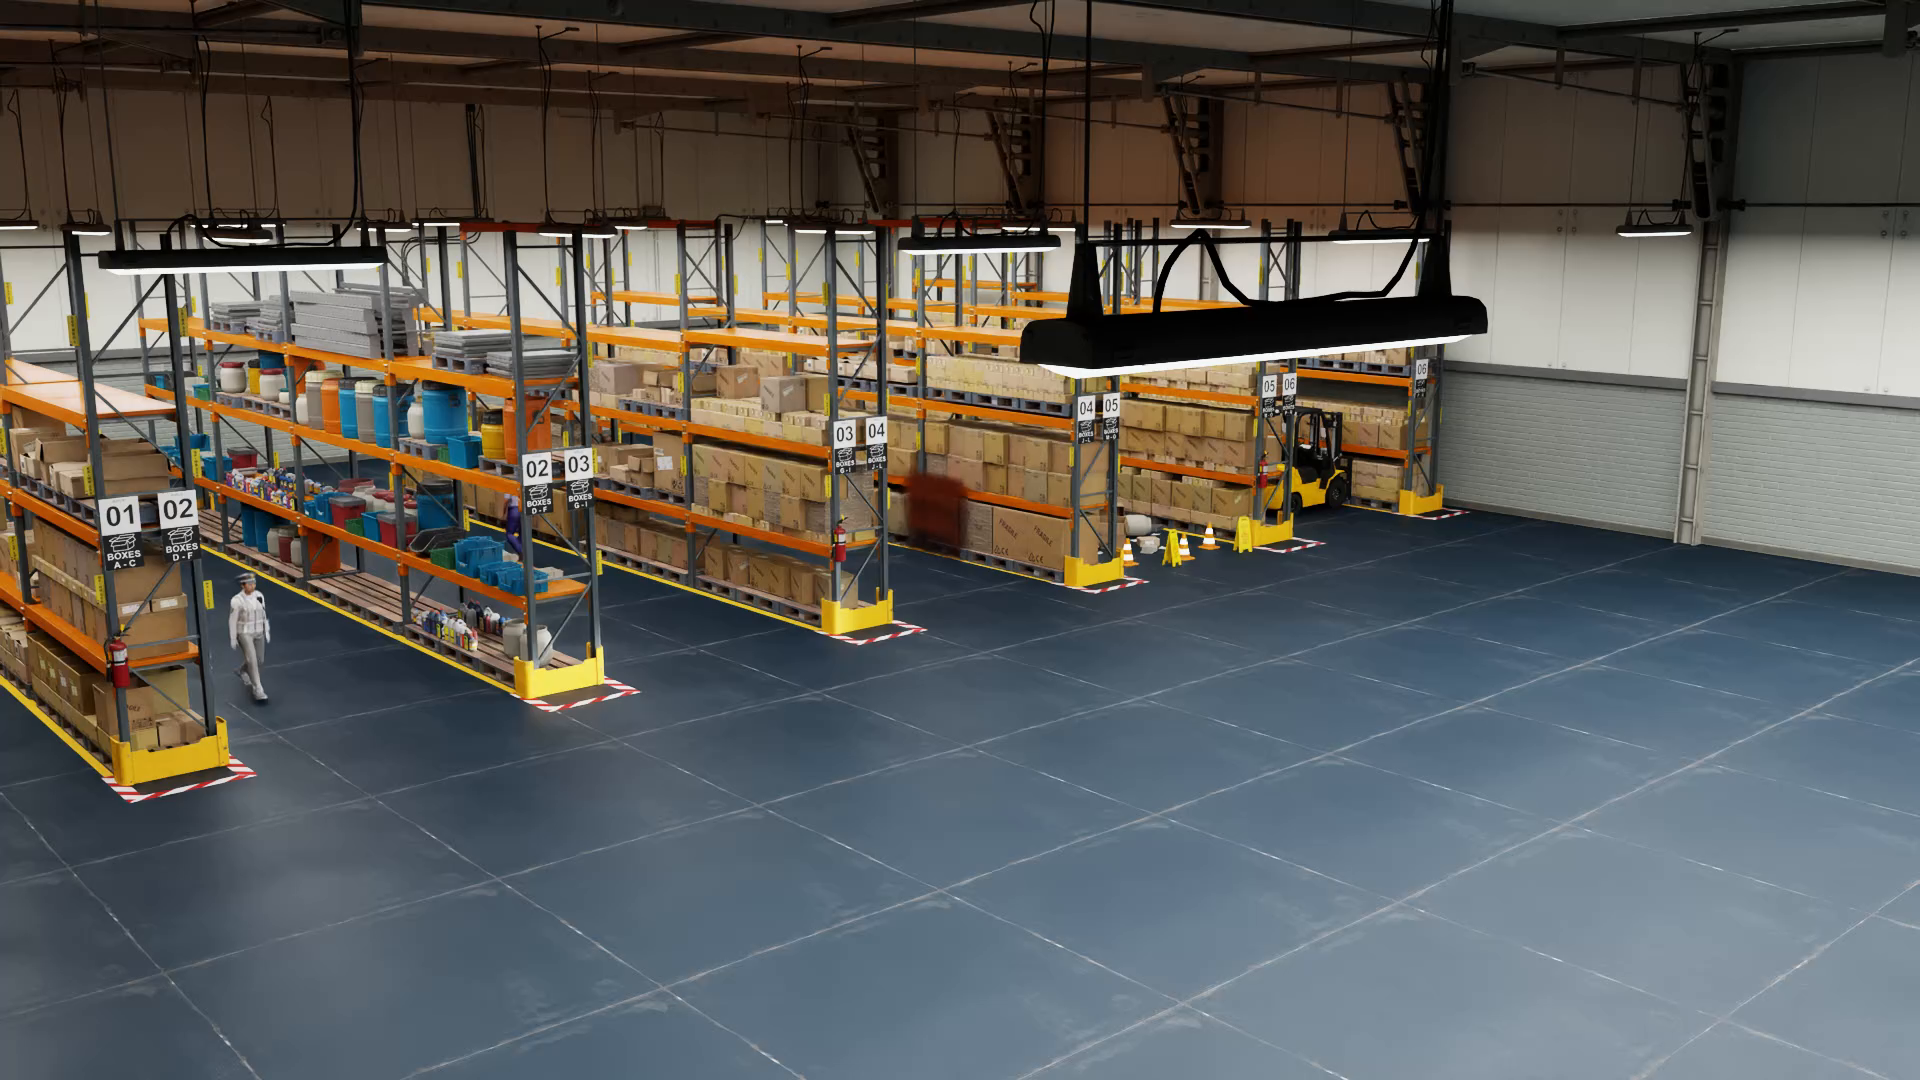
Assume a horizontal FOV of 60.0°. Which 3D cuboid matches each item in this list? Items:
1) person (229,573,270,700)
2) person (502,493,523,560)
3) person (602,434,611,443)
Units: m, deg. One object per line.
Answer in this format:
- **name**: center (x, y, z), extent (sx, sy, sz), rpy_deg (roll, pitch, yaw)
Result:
- **person**: center (-9.271, 1.212, 21.706), extent (0.909, 1.633, 0.516), rpy_deg (7, 14, 32)
- **person**: center (-7.888, -0.396, 29.831), extent (0.567, 1.592, 0.638), rpy_deg (-9, 15, -38)
- **person**: center (-7.374, -1.413, 34.797), extent (0.394, 1.597, 0.457), rpy_deg (8, 14, 35)
